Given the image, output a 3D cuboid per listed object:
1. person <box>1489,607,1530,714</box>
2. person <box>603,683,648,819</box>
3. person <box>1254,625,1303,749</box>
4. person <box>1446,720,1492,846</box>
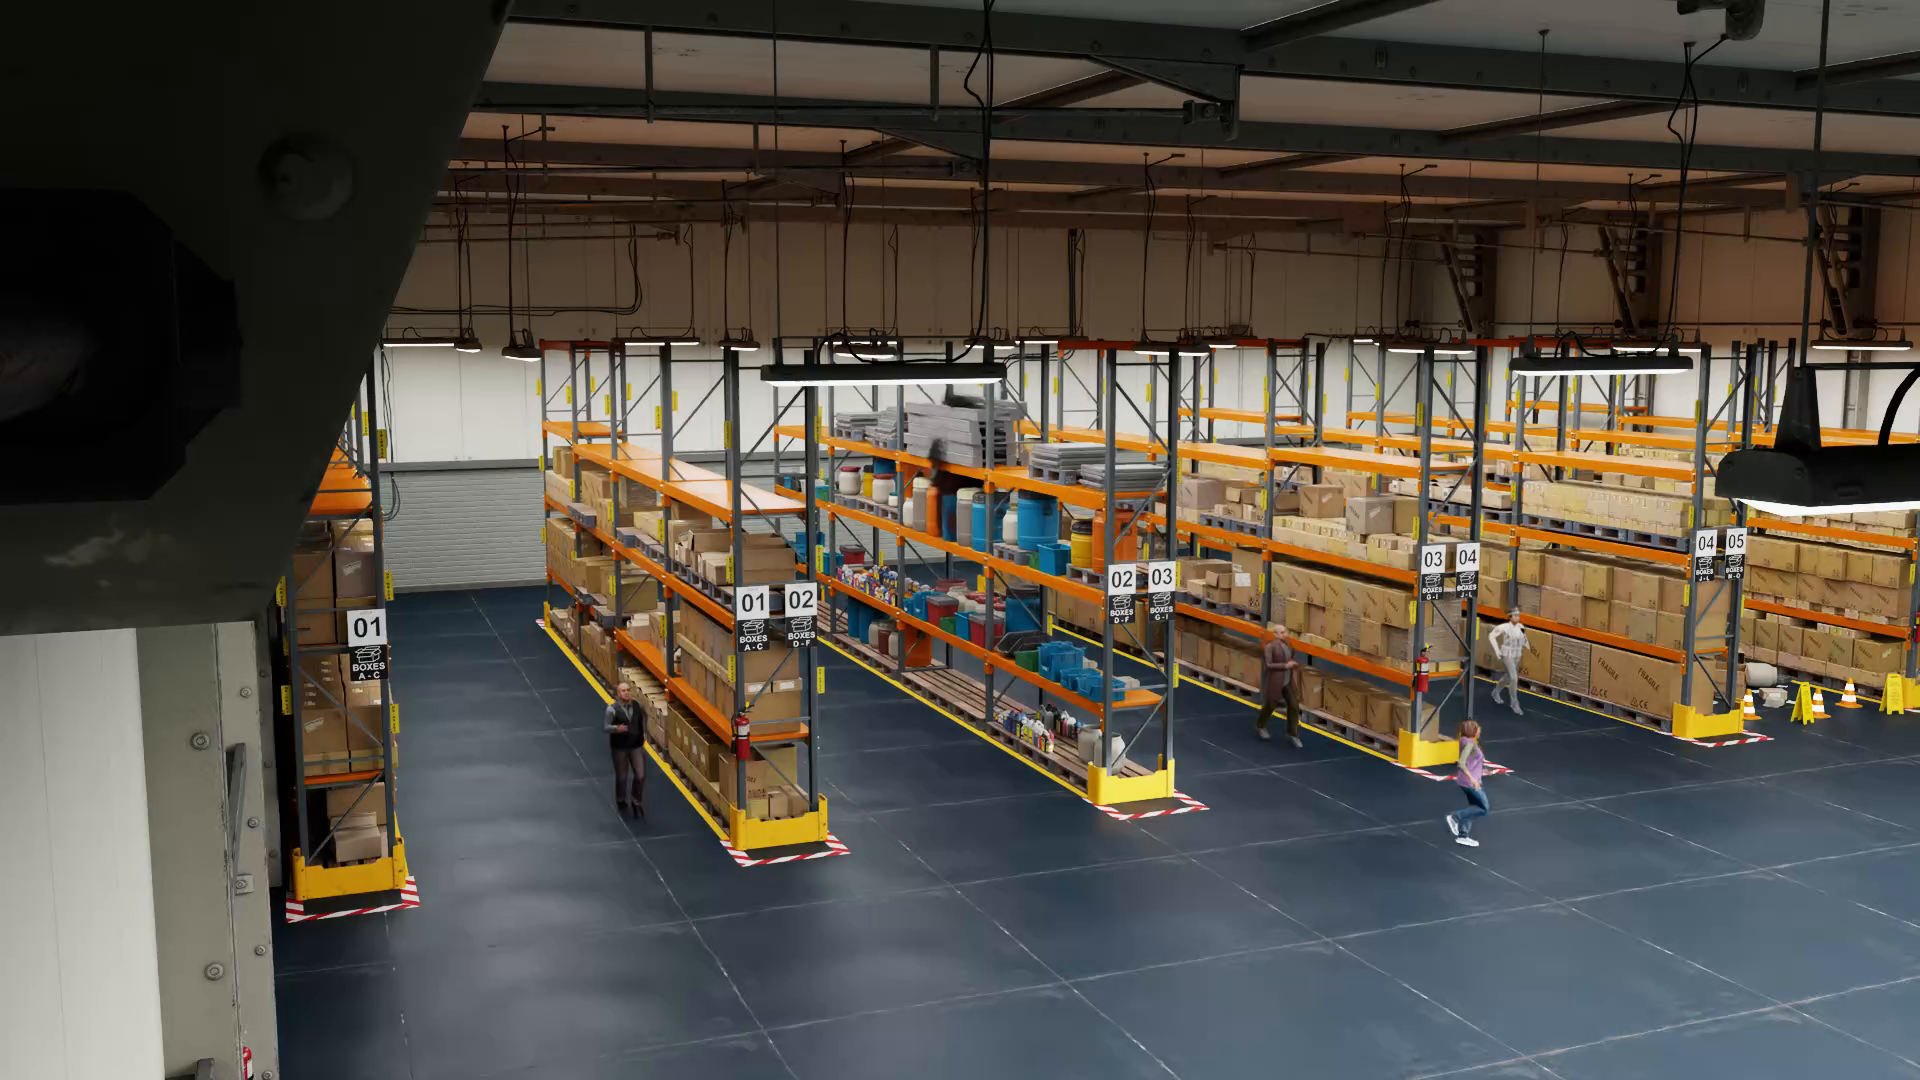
[{"bbox_3d":[9.057,1.941,27.365,0.605,1.729,0.813,-4,8,-26],"label":"person"},{"bbox_3d":[-4.269,2.712,21.386,0.637,1.763,0.711,-3,8,-23],"label":"person"},{"bbox_3d":[4.811,2.178,25.096,0.678,1.829,0.923,-4,9,-30],"label":"person"},{"bbox_3d":[6.192,2.955,20.213,0.541,1.554,0.541,1,8,9],"label":"person"}]
